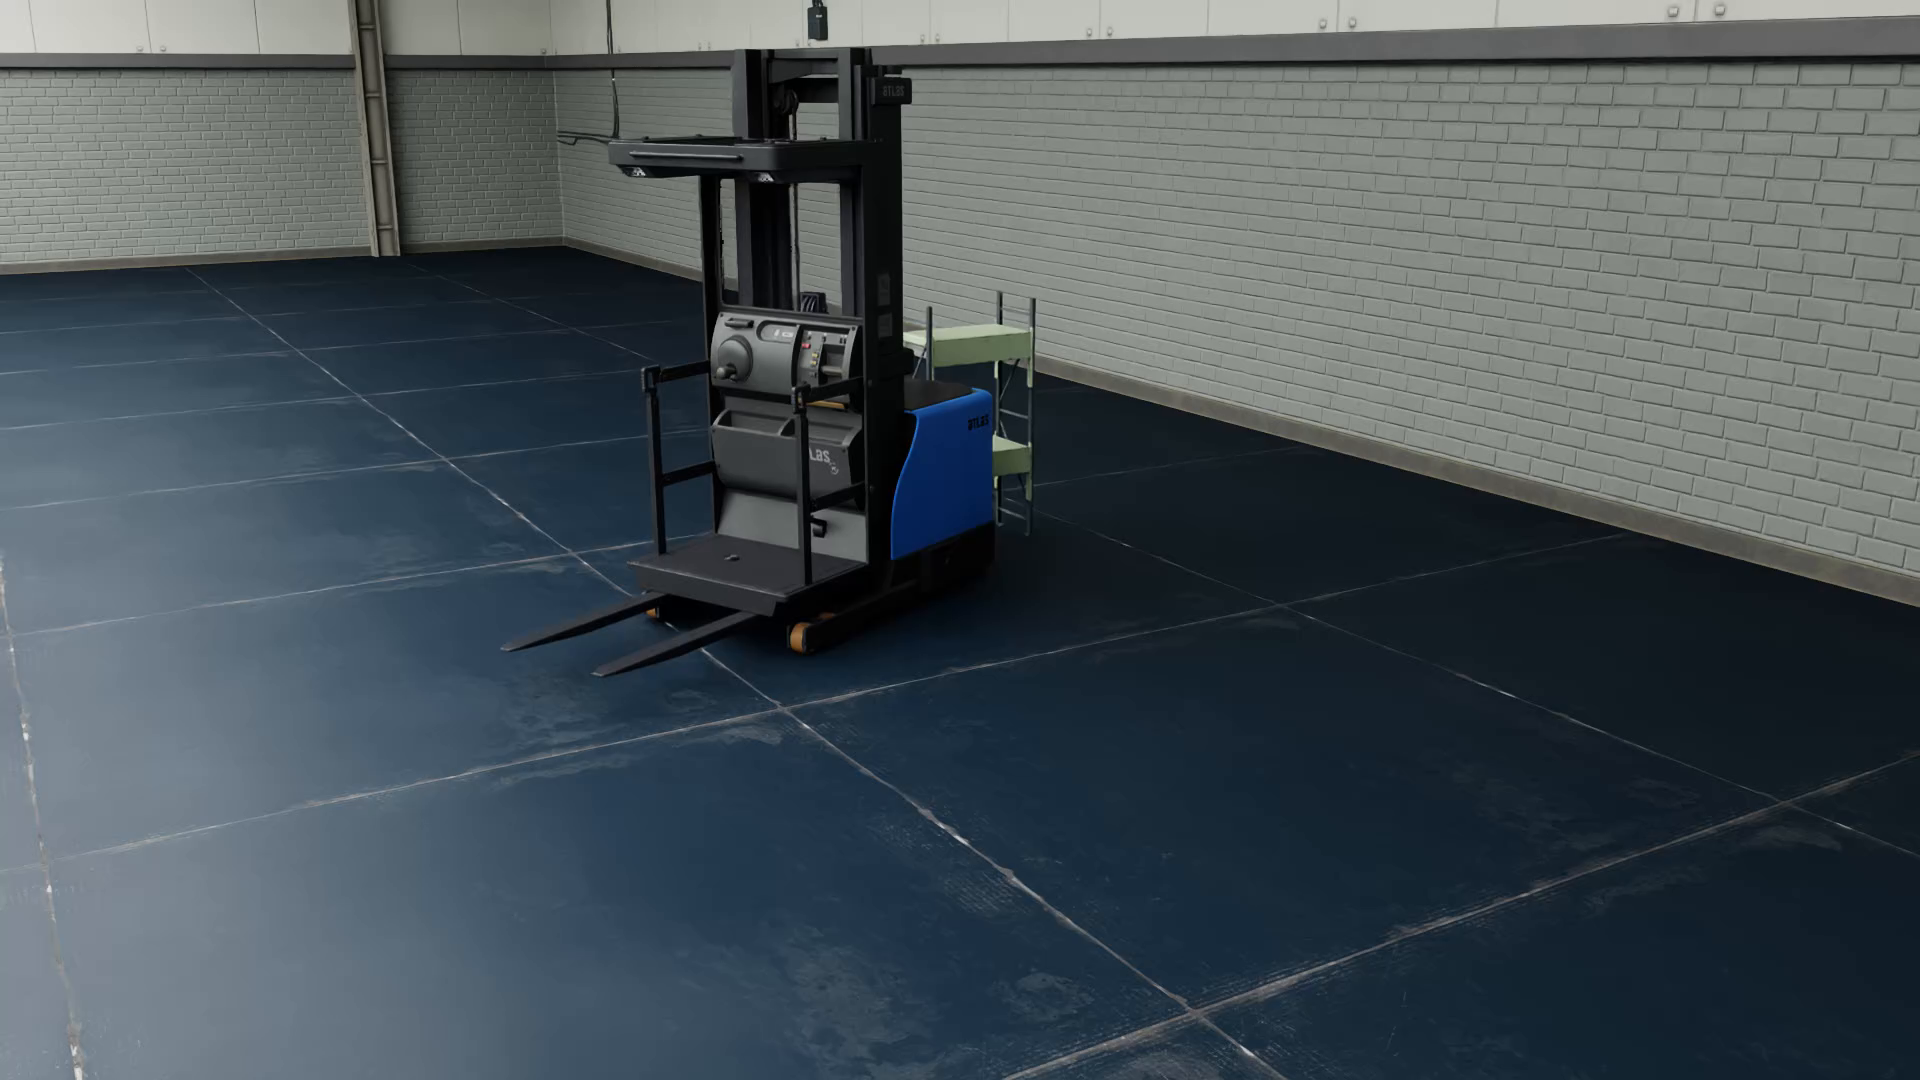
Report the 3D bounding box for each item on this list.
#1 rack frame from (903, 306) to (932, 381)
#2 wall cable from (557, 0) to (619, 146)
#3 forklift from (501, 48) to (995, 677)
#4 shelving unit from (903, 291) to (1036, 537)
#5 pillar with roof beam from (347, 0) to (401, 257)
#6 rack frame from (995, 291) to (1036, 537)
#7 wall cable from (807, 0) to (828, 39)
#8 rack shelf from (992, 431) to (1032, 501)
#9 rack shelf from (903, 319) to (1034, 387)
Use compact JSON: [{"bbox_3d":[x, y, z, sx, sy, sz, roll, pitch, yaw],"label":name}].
[{"bbox_3d":[-0.278,-0.685,10.073,0.023,1.500,0.400,-9,18,-30],"label":"rack frame"},{"bbox_3d":[-6.018,-7.515,26.301,0.112,2.526,3.097,-9,18,-30],"label":"wall cable"},{"bbox_3d":[-1.033,-0.979,8.472,1.130,2.935,3.031,10,19,32],"label":"forklift"},{"bbox_3d":[0.033,-0.737,10.259,0.755,1.500,0.431,-9,18,-30],"label":"shelving unit"},{"bbox_3d":[-7.007,-7.911,21.959,0.400,9.000,9.100,-9,18,-30],"label":"pillar with roof beam"},{"bbox_3d":[0.344,-0.789,10.444,0.023,1.500,0.400,-9,18,-30],"label":"rack frame"},{"bbox_3d":[-1.142,-8.449,17.579,0.169,6.003,2.305,-9,18,-30],"label":"wall cable"},{"bbox_3d":[0.033,-0.423,10.347,0.720,0.370,0.431,-9,18,-30],"label":"rack shelf"},{"bbox_3d":[0.033,-1.112,10.153,0.720,0.370,0.431,-9,18,-30],"label":"rack shelf"}]
